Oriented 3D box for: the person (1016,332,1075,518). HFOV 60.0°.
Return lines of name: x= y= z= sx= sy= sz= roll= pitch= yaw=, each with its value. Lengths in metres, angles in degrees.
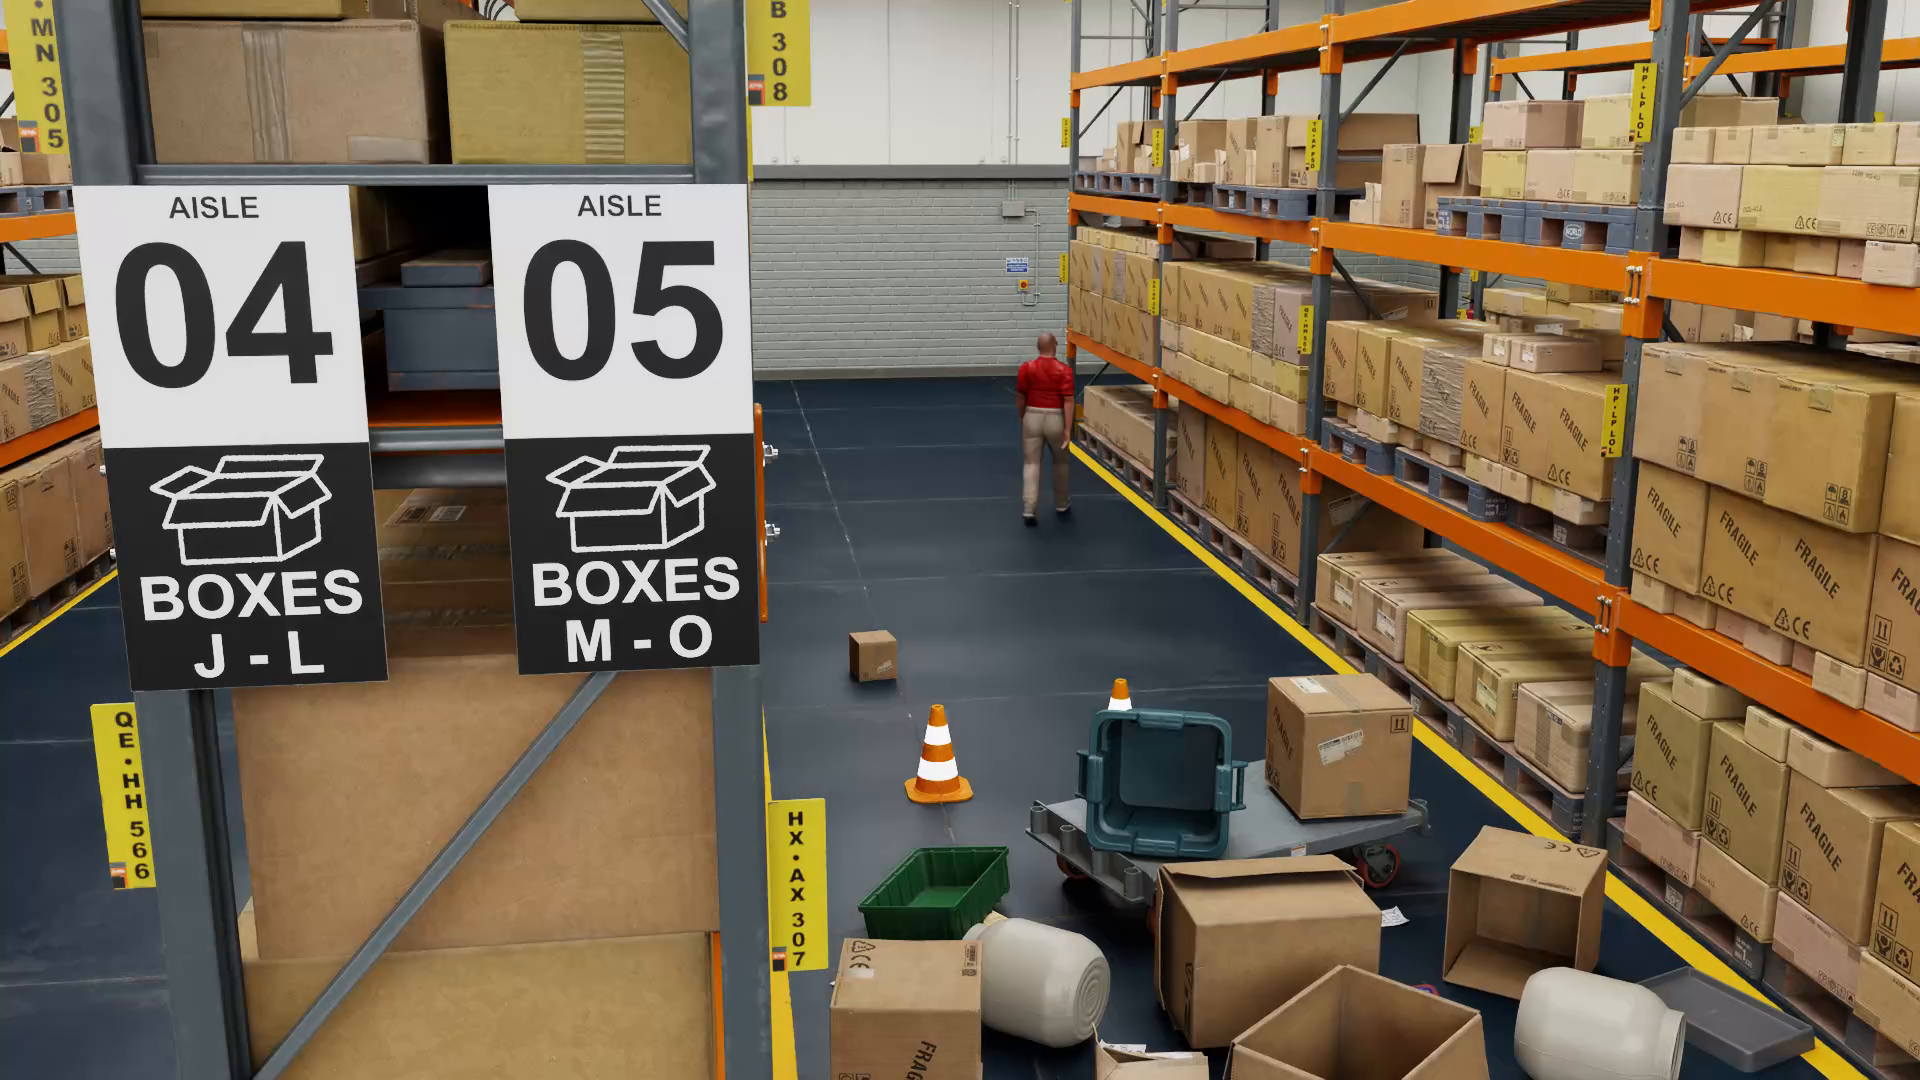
person: x=0.777 y=-1.055 z=15.080 sx=0.539 sy=1.681 sz=0.931 roll=2 pitch=13 yaw=7
